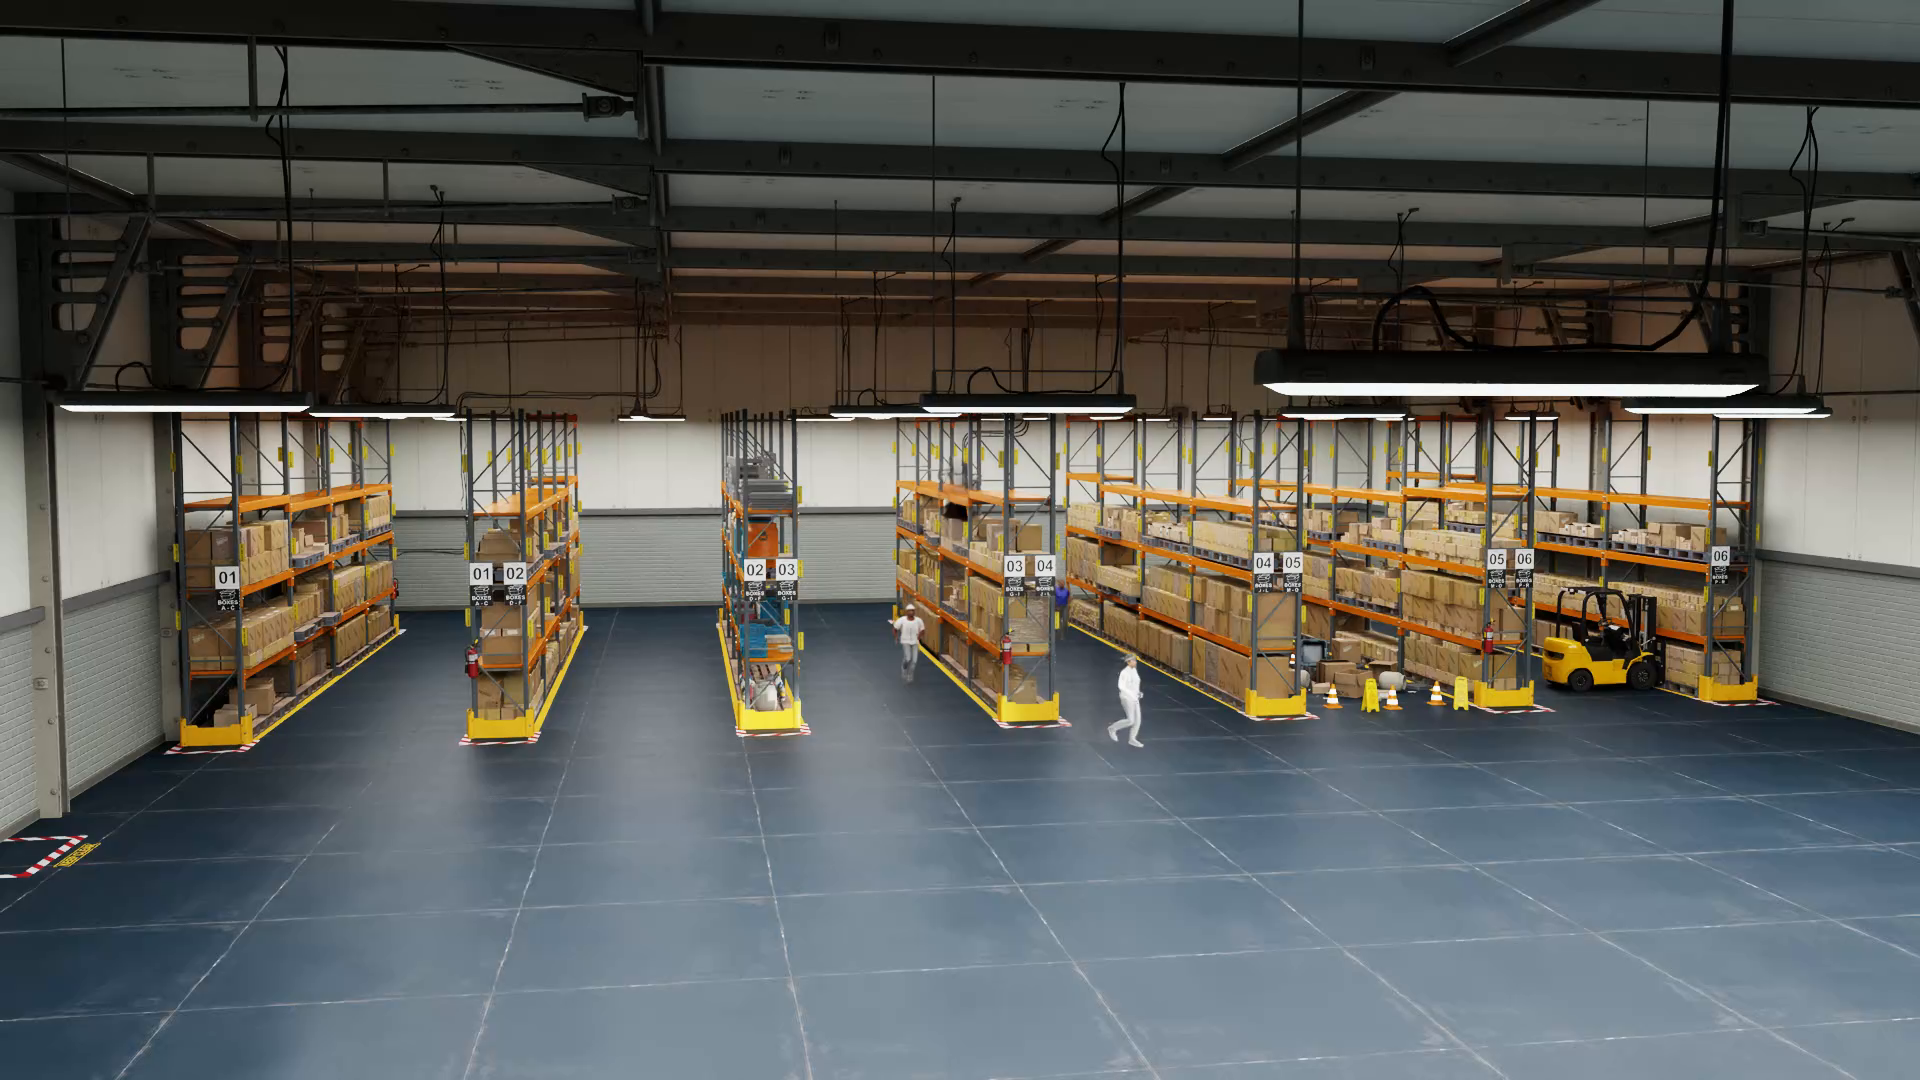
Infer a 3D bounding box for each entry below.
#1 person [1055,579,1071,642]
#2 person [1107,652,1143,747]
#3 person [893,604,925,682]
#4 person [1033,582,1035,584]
[{"bbox_3d":[2.690,1.856,44.060,0.588,1.640,0.768,-1,4,-11],"label":"person"},{"bbox_3d":[2.979,2.830,29.652,0.649,1.685,0.644,2,5,29],"label":"person"},{"bbox_3d":[-1.098,2.288,36.776,0.692,1.724,0.607,-1,4,-13],"label":"person"},{"bbox_3d":[2.256,1.722,45.631,0.698,1.650,0.833,0,4,0],"label":"person"}]
